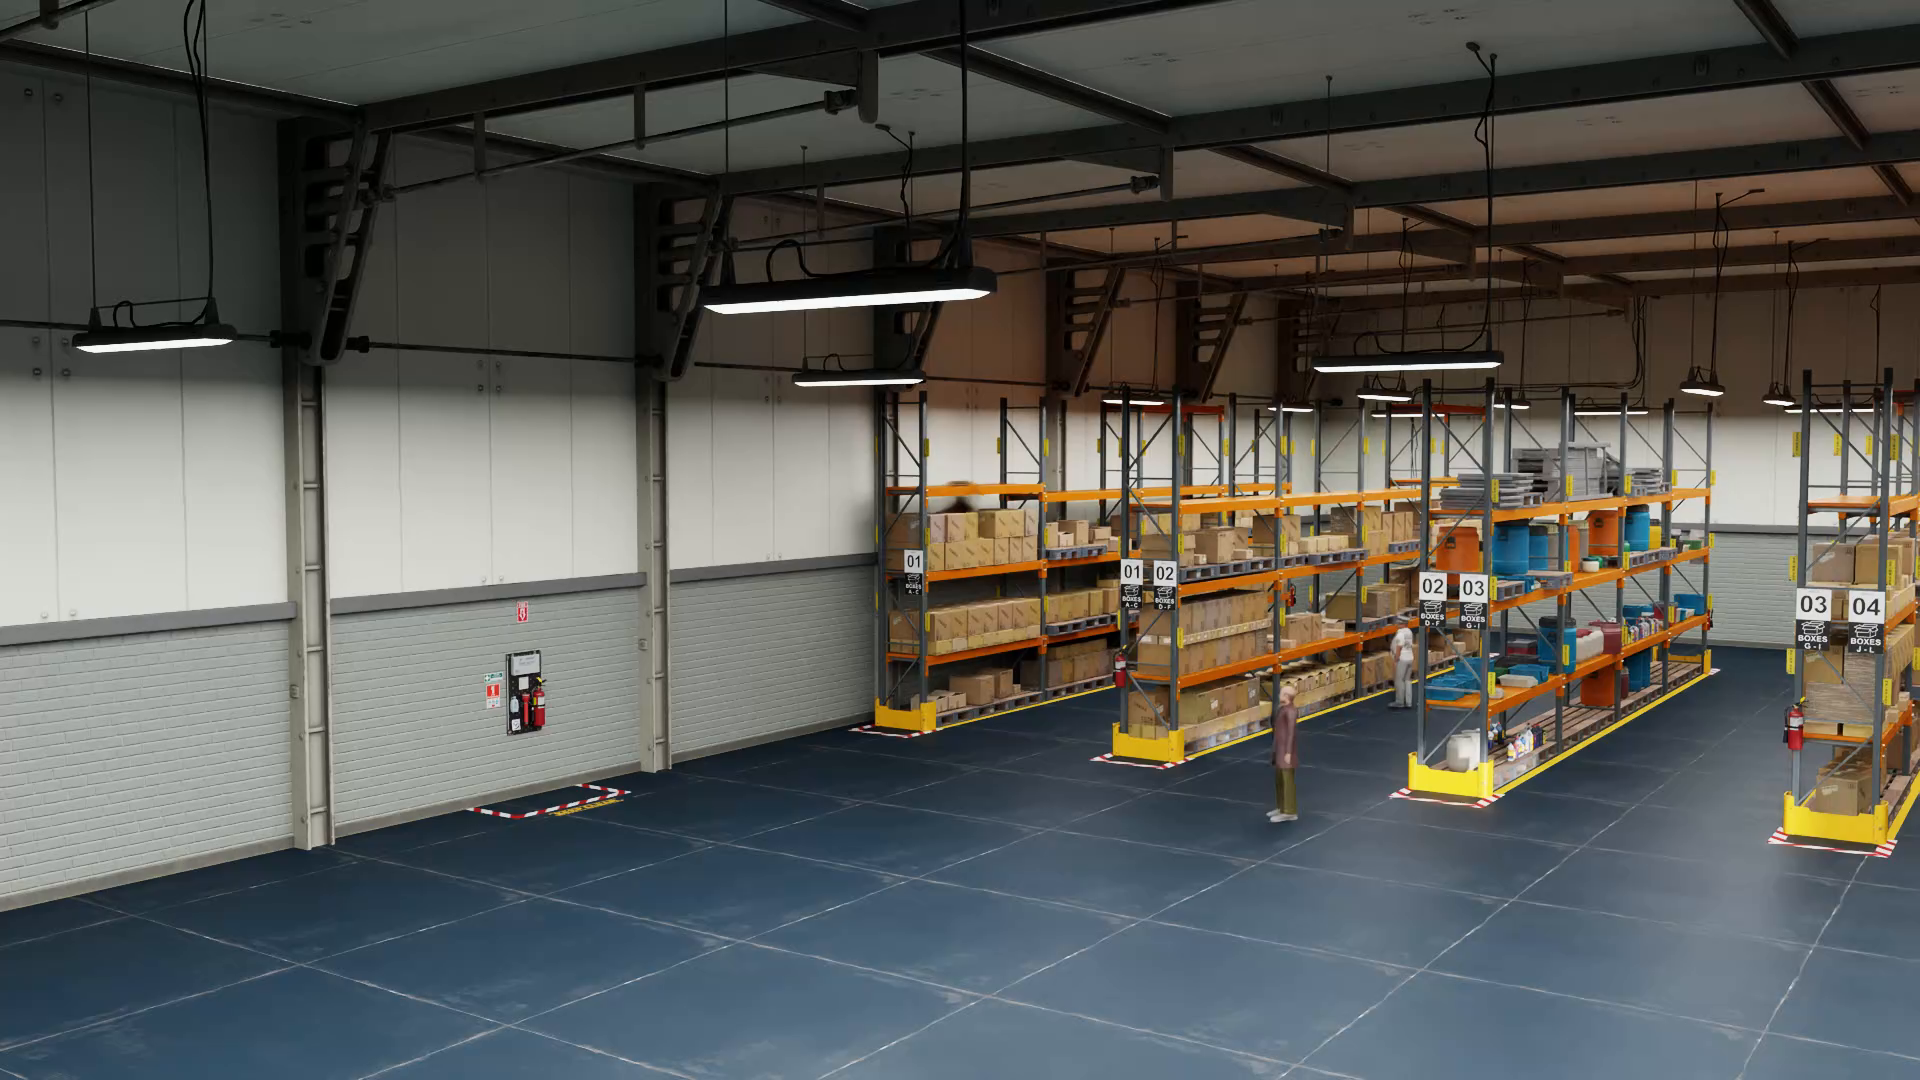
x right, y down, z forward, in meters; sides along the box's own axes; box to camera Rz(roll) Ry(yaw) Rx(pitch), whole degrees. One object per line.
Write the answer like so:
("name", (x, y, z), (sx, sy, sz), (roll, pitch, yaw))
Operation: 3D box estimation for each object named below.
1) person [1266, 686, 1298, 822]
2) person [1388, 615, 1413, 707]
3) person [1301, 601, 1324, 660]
("person", (4.338, 2.865, 22.431), (0.472, 1.786, 0.611), (-1, 3, -11))
("person", (8.496, 2.339, 32.010), (0.417, 1.778, 0.616), (3, 4, 40))
("person", (7.726, 2.111, 36.398), (0.563, 1.725, 1.045), (2, 4, 33))
